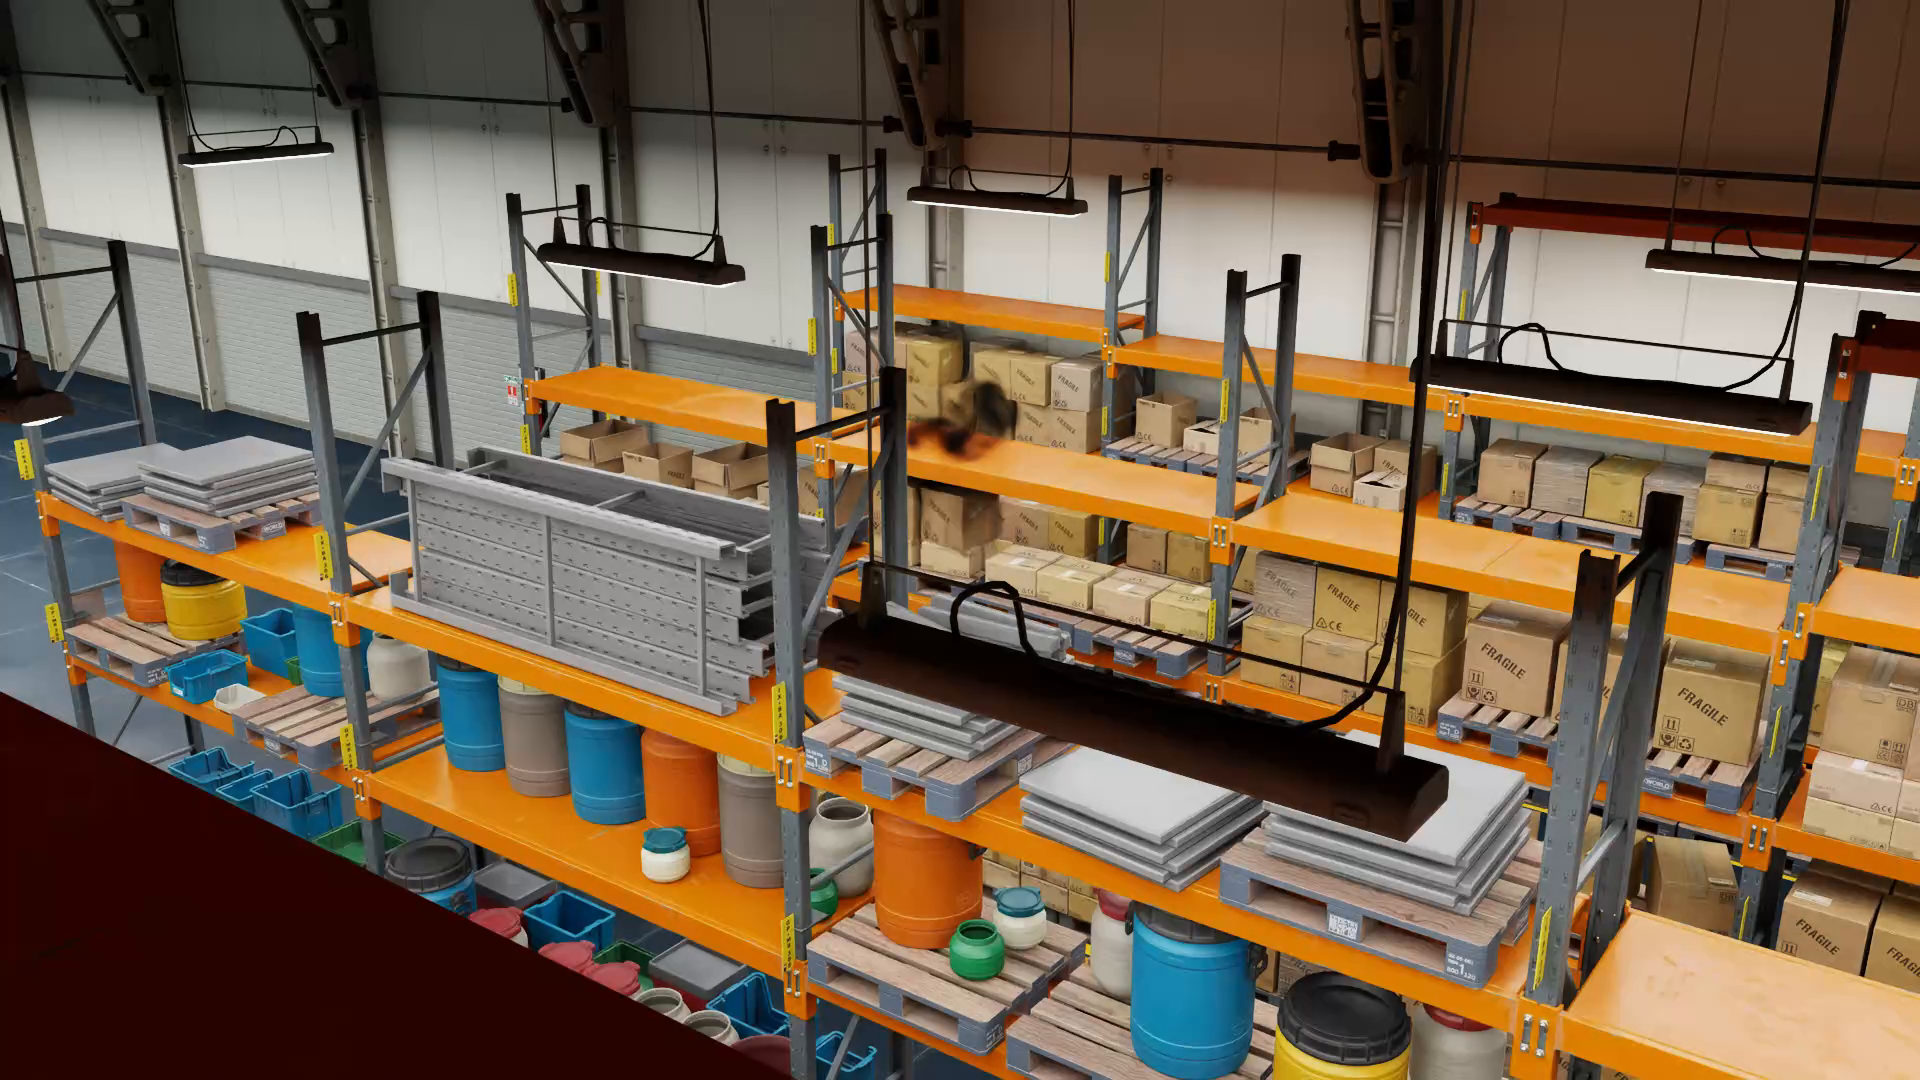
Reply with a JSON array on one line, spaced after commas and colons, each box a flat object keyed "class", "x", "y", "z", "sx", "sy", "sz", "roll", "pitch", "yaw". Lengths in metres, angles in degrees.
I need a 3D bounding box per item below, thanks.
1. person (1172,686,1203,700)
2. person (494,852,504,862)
[{"class": "person", "x": 2.112, "y": 2.015, "z": 15.797, "sx": 0.757, "sy": 1.734, "sz": 0.588, "roll": 10, "pitch": 21, "yaw": 28}, {"class": "person", "x": -3.707, "y": 2.584, "z": 13.959, "sx": 0.622, "sy": 1.650, "sz": 0.679, "roll": 14, "pitch": 23, "yaw": 35}]
